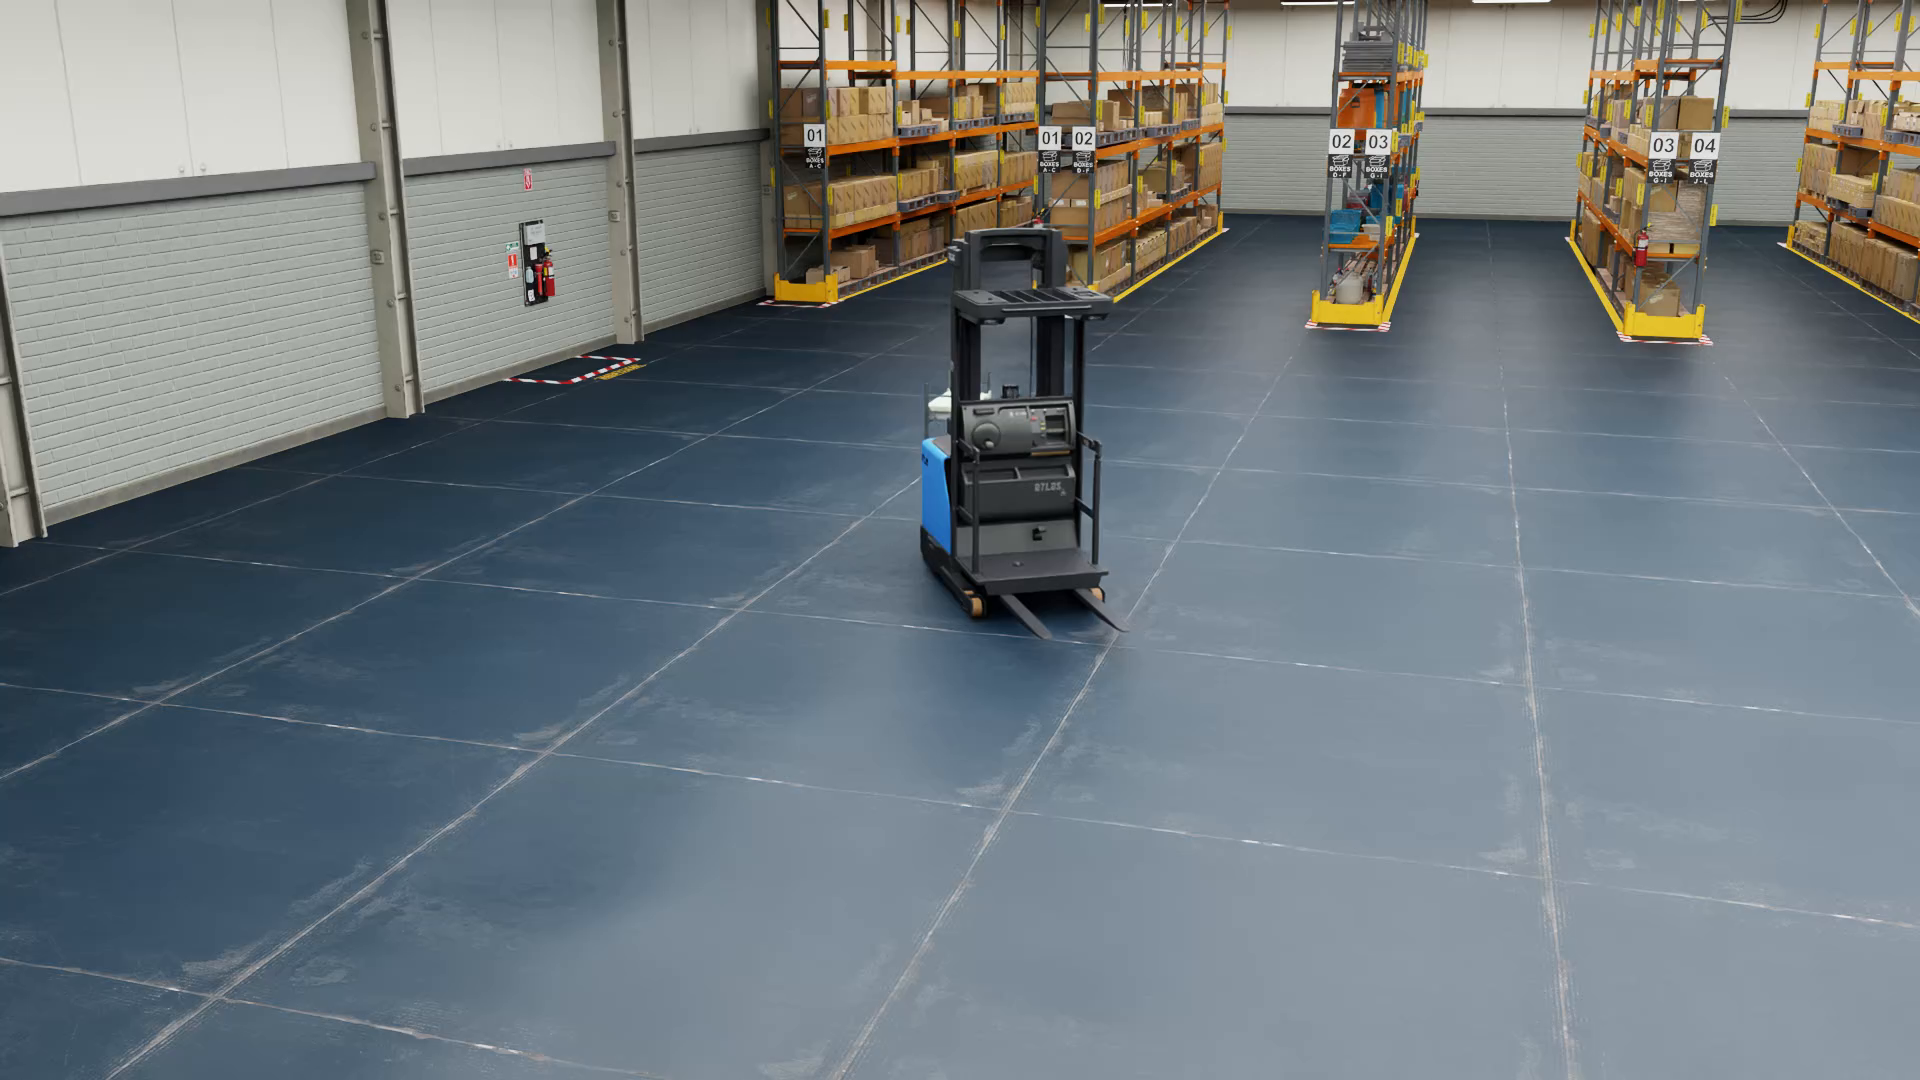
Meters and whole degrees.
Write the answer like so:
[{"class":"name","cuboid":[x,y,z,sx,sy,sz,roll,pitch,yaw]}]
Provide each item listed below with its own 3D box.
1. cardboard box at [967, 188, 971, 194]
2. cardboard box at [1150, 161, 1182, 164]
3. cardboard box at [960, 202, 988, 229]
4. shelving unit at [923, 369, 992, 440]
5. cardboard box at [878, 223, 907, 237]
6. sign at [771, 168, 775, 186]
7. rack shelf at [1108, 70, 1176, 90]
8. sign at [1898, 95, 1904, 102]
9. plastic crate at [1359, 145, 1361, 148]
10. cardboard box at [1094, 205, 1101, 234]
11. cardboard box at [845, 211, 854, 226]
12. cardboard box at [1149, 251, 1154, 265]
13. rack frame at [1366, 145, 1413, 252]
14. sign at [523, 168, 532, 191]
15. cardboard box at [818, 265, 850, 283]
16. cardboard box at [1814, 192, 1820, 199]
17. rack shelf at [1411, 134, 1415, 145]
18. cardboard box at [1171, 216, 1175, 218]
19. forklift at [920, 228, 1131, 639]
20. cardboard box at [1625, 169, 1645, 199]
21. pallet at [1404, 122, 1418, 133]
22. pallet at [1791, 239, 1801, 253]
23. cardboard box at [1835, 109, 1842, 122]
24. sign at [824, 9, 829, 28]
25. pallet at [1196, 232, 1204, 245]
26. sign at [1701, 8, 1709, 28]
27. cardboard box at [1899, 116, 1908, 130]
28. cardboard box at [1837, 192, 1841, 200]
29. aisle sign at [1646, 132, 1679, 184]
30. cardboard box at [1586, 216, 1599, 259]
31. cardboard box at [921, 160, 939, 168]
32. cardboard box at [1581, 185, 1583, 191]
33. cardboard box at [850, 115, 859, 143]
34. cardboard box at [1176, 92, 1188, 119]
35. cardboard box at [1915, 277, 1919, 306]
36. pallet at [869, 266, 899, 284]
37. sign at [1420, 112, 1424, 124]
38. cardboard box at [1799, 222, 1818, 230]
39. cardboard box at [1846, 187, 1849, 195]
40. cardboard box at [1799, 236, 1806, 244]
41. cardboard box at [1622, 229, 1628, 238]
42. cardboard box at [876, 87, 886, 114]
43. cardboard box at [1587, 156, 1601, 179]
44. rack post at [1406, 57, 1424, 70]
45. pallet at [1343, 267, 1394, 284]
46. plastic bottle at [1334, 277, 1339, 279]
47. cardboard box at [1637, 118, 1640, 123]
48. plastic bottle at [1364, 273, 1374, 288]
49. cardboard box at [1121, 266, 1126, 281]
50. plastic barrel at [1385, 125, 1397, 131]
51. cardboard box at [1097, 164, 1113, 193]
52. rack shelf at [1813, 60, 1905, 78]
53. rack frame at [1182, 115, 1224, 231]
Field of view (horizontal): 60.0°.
[{"class":"cardboard box","cuboid":[0.036,-8.288,39.398,0.380,0.149,0.250,5,17,17]},{"class":"cardboard box","cuboid":[4.920,-8.799,39.823,0.700,0.500,0.500,-1,16,-3]},{"class":"cardboard box","cuboid":[0.209,-7.794,40.401,0.750,0.750,0.750,5,17,18]},{"class":"shelving unit","cuboid":[-0.018,-0.736,15.095,0.431,1.500,0.755,5,16,16]},{"class":"cardboard box","cuboid":[-1.440,-6.625,35.511,0.500,0.250,0.500,4,16,15]},{"class":"sign","cuboid":[-3.418,-6.657,30.521,0.100,0.325,0.005,5,16,16]},{"class":"rack shelf","cuboid":[3.564,-9.434,34.070,1.077,0.370,4.000,5,16,16]},{"class":"sign","cuboid":[20.026,-9.315,35.427,0.100,0.325,0.005,5,16,16]},{"class":"plastic crate","cuboid":[7.034,-7.127,29.772,0.336,0.188,0.450,5,16,16]},{"class":"cardboard box","cuboid":[2.148,-5.823,30.101,0.700,0.500,0.500,5,17,17]},{"class":"cardboard box","cuboid":[-2.315,-6.077,31.416,0.500,0.250,0.500,4,16,14]},{"class":"cardboard box","cuboid":[3.784,-5.931,34.932,0.500,0.250,0.500,5,17,17]},{"class":"rack frame","cuboid":[10.017,-8.271,38.912,1.000,3.000,0.127,5,16,16]},{"class":"sign","cuboid":[-6.064,-5.057,23.335,0.001,0.298,0.199,5,16,16]},{"class":"cardboard box","cuboid":[-2.447,-5.141,31.999,0.500,0.311,0.500,6,17,20]},{"class":"cardboard box","cuboid":[19.725,-7.862,37.932,0.380,0.149,0.250,5,17,17]},{"class":"rack shelf","cuboid":[9.449,-8.844,36.756,1.077,0.370,4.000,5,16,16]},{"class":"cardboard box","cuboid":[4.898,-7.557,40.172,0.500,0.500,0.500,4,16,13]},{"class":"forklift","cuboid":[0.528,-0.910,13.089,1.130,2.935,3.031,-4,16,-15]},{"class":"cardboard box","cuboid":[11.980,-6.237,29.181,0.500,0.500,0.500,5,16,16]},{"class":"pallet","cuboid":[9.569,-9.113,36.732,1.003,0.211,1.213,5,16,16]},{"class":"pallet","cuboid":[20.343,-6.951,39.369,1.003,0.211,1.213,5,16,16]},{"class":"cardboard box","cuboid":[19.380,-9.227,36.147,0.500,0.250,0.500,4,16,13]},{"class":"sign","cuboid":[-2.371,-9.231,29.447,0.100,0.325,0.005,5,16,16]},{"class":"pallet","cuboid":[5.465,-7.494,41.284,1.003,0.211,1.213,5,16,16]},{"class":"sign","cuboid":[13.007,-9.120,29.057,0.100,0.325,0.005,5,16,16]},{"class":"cardboard box","cuboid":[17.797,-7.747,30.890,0.500,0.250,0.500,5,17,17]},{"class":"cardboard box","cuboid":[18.647,-7.219,34.895,0.380,0.149,0.250,4,16,13]},{"class":"aisle sign","cuboid":[11.050,-6.005,26.160,0.394,0.787,0.004,5,16,16]},{"class":"cardboard box","cuboid":[14.106,-6.432,35.552,1.225,0.875,0.875,5,16,16]},{"class":"cardboard box","cuboid":[-0.687,-8.472,37.443,0.380,0.149,0.250,2,16,9]},{"class":"cardboard box","cuboid":[15.195,-8.476,40.096,0.380,0.149,0.250,4,16,15]},{"class":"cardboard box","cuboid":[-2.226,-7.742,31.332,0.500,0.500,0.500,5,17,18]},{"class":"cardboard box","cuboid":[5.055,-10.271,39.332,0.600,0.600,0.600,3,16,11]},{"class":"cardboard box","cuboid":[16.973,-4.403,28.402,0.875,0.875,0.875,5,17,17]},{"class":"pallet","cuboid":[-1.912,-5.426,33.993,1.003,0.211,1.213,5,16,16]},{"class":"sign","cuboid":[11.686,-10.672,42.071,0.100,0.325,0.005,5,16,16]},{"class":"cardboard box","cuboid":[19.997,-7.391,39.174,0.380,0.149,0.250,5,16,16]},{"class":"cardboard box","cuboid":[18.424,-7.156,34.126,0.380,0.149,0.250,5,17,17]},{"class":"cardboard box","cuboid":[19.936,-7.042,39.034,0.380,0.149,0.250,5,17,17]},{"class":"cardboard box","cuboid":[11.842,-5.380,29.180,0.380,0.149,0.250,5,16,16]},{"class":"cardboard box","cuboid":[-1.784,-8.631,32.632,0.500,0.500,0.500,6,17,19]},{"class":"cardboard box","cuboid":[14.786,-8.590,38.394,0.500,0.500,0.500,5,17,16]},{"class":"rack post","cuboid":[9.564,-10.377,36.260,0.937,0.300,0.954,7,17,22]},{"class":"pallet","cuboid":[8.274,-5.365,33.778,1.003,0.211,1.213,5,16,16]},{"class":"plastic bottle","cuboid":[6.846,-4.647,30.322,0.152,0.276,0.135,4,16,14]},{"class":"cardboard box","cuboid":[12.664,-7.628,30.625,0.396,0.266,0.258,5,17,18]},{"class":"plastic bottle","cuboid":[7.633,-4.843,31.012,0.152,0.276,0.135,5,16,16]},{"class":"cardboard box","cuboid":[2.922,-5.174,32.263,0.500,0.250,0.500,5,16,16]},{"class":"plastic barrel","cuboid":[8.743,-8.250,33.596,0.301,0.262,0.301,0,16,0]},{"class":"cardboard box","cuboid":[2.448,-6.725,30.901,0.700,0.500,0.500,5,16,16]},{"class":"rack shelf","cuboid":[20.061,-10.537,37.234,1.077,0.370,4.000,5,16,16]},{"class":"rack frame","cuboid":[6.406,-9.702,43.960,1.000,3.000,0.127,5,16,16]}]
